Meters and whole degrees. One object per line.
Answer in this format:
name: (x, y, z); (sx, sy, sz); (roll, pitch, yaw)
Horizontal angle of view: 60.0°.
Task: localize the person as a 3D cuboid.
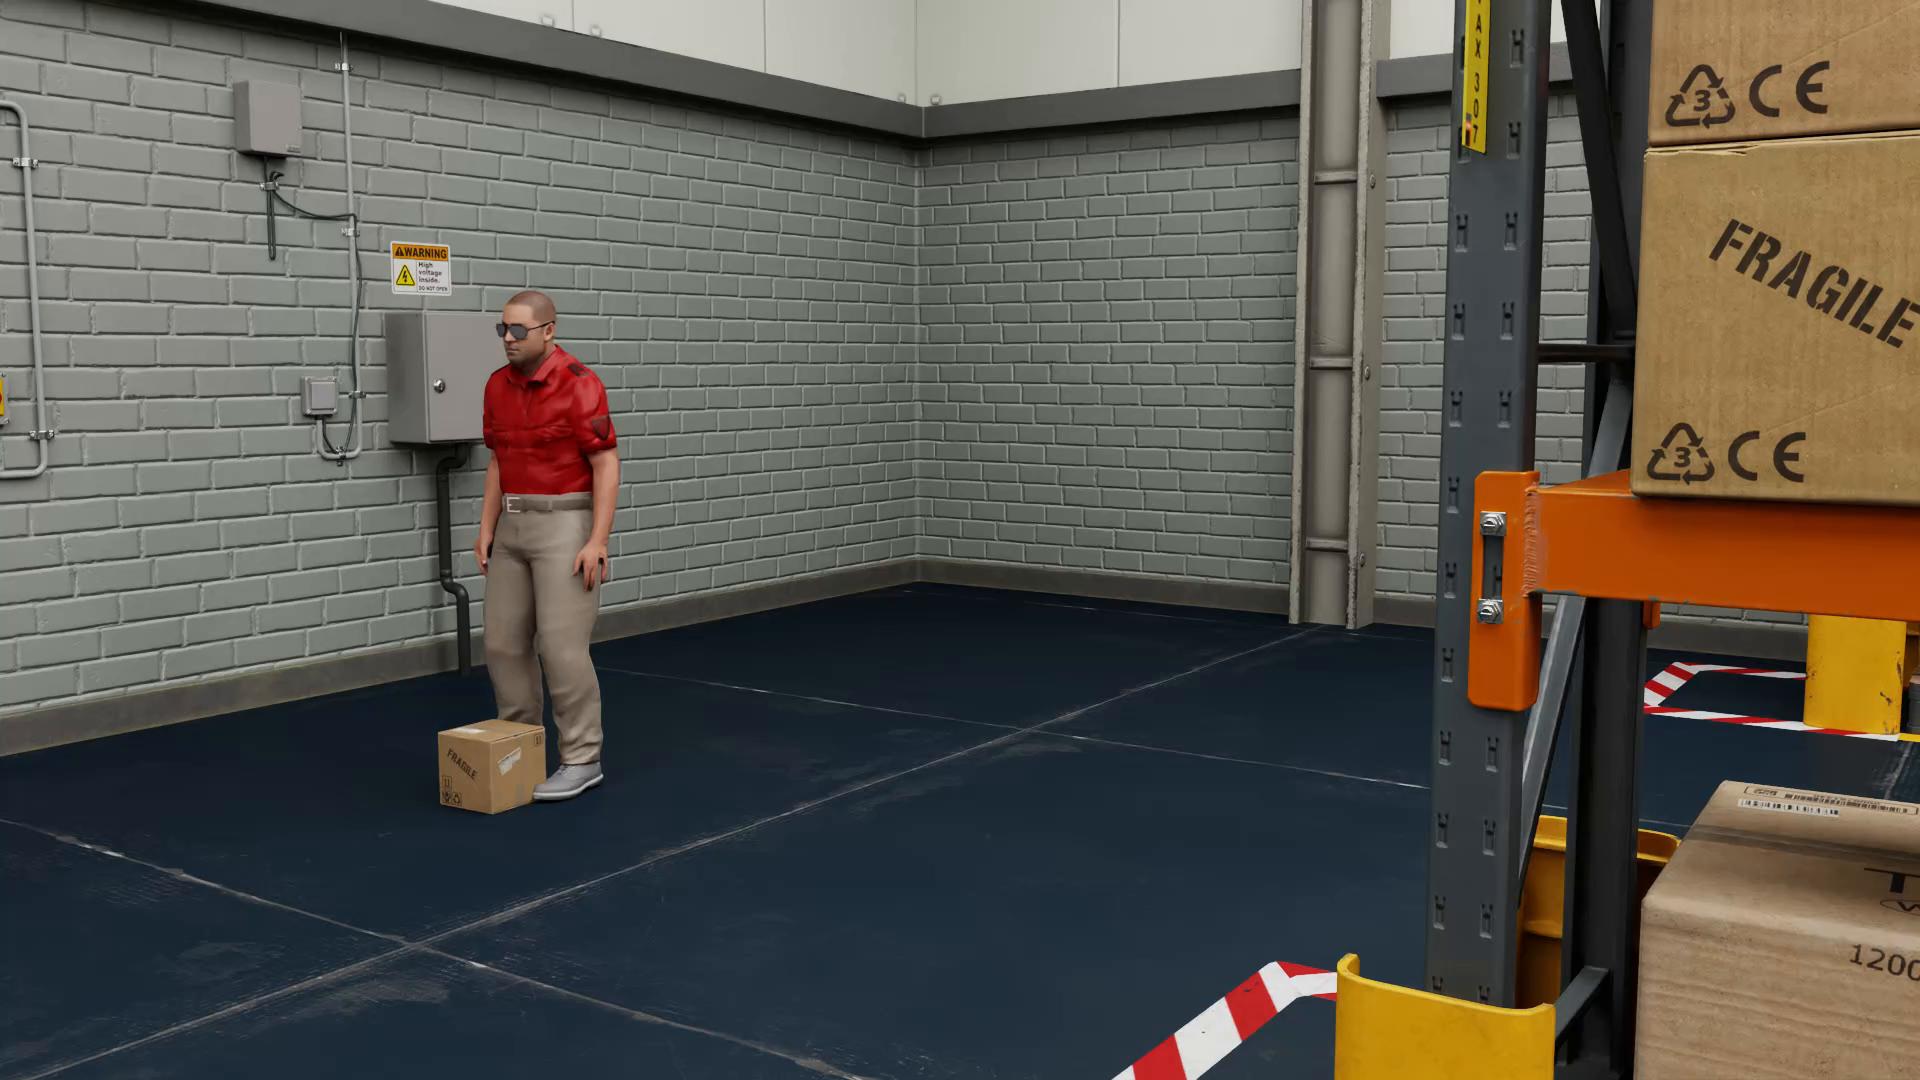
person: (-1.453, 0.051, 5.779); (0.594, 1.637, 0.402); (4, 7, 31)
